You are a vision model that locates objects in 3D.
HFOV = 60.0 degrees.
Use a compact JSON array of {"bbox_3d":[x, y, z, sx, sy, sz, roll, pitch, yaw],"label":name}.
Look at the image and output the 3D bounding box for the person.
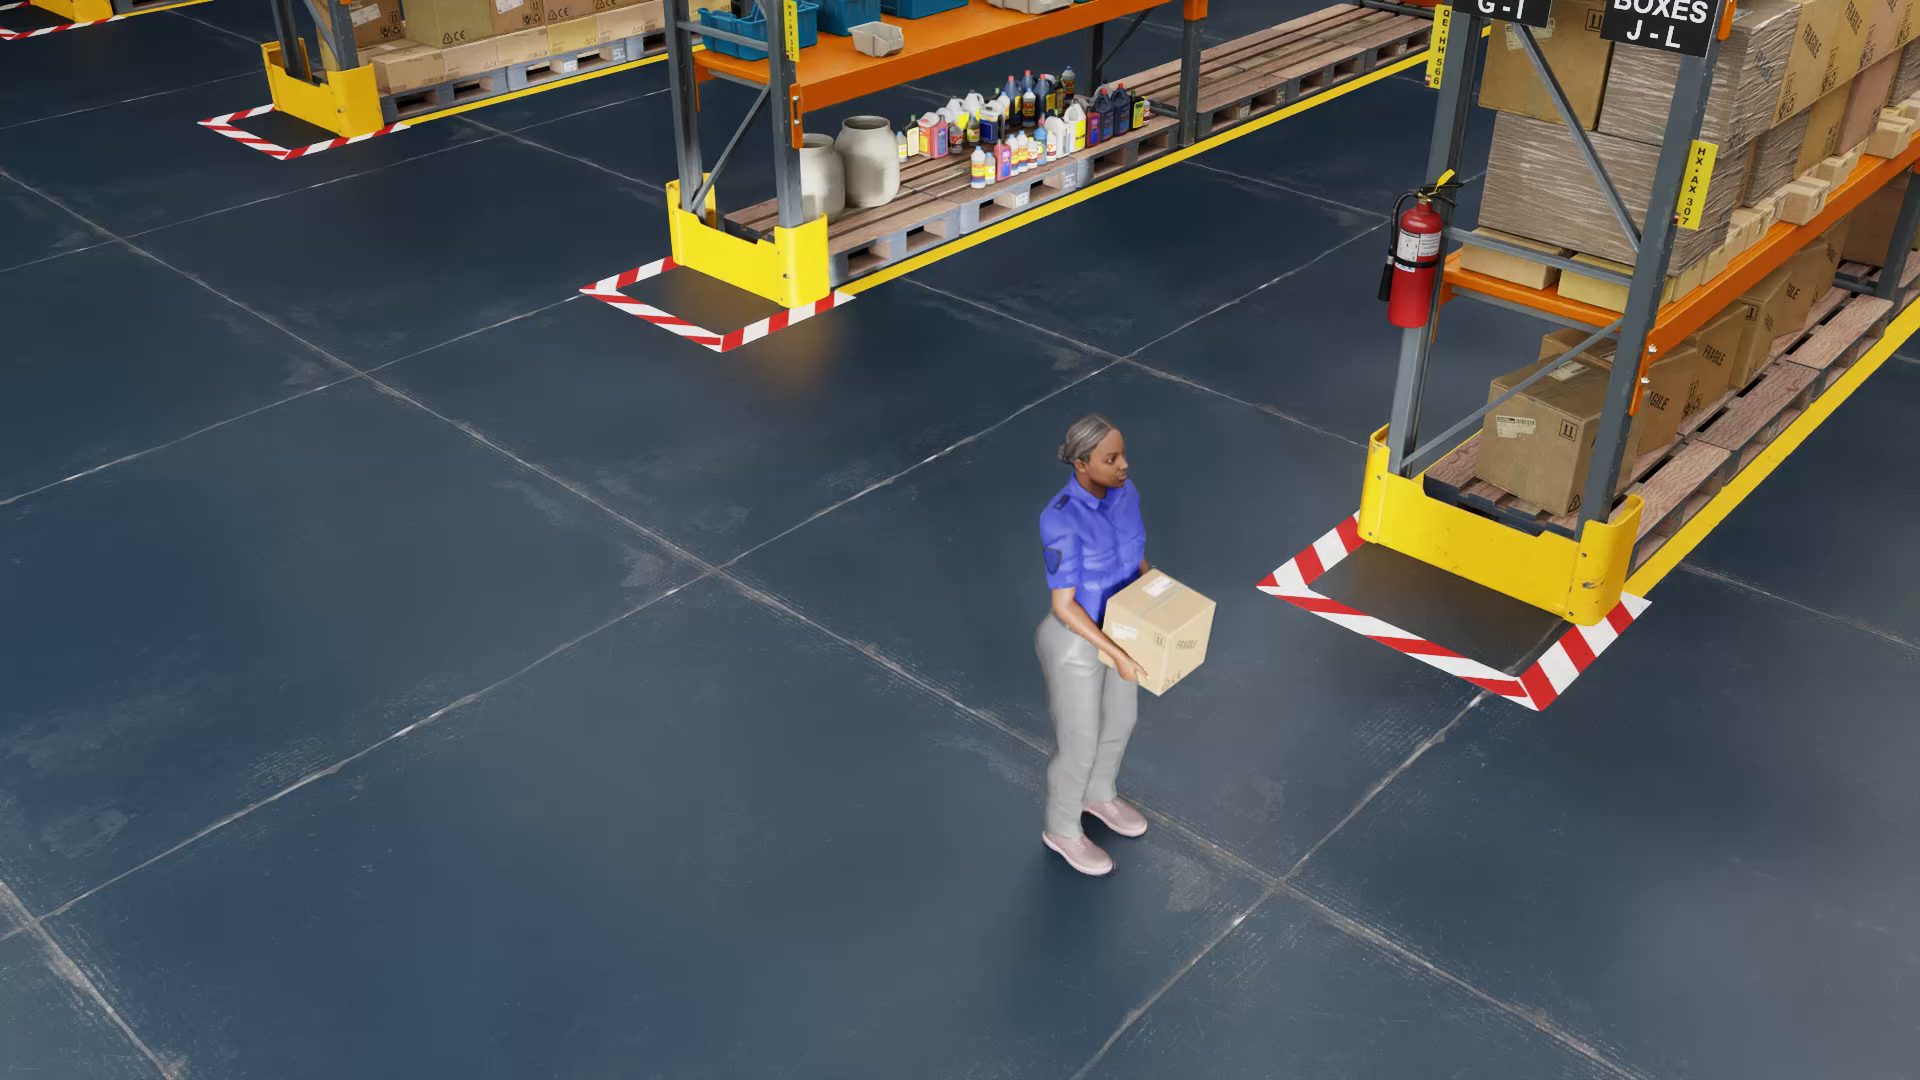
[{"bbox_3d":[0.506,0.368,5.540,0.500,1.653,0.460,25,40,35],"label":"person"}]
